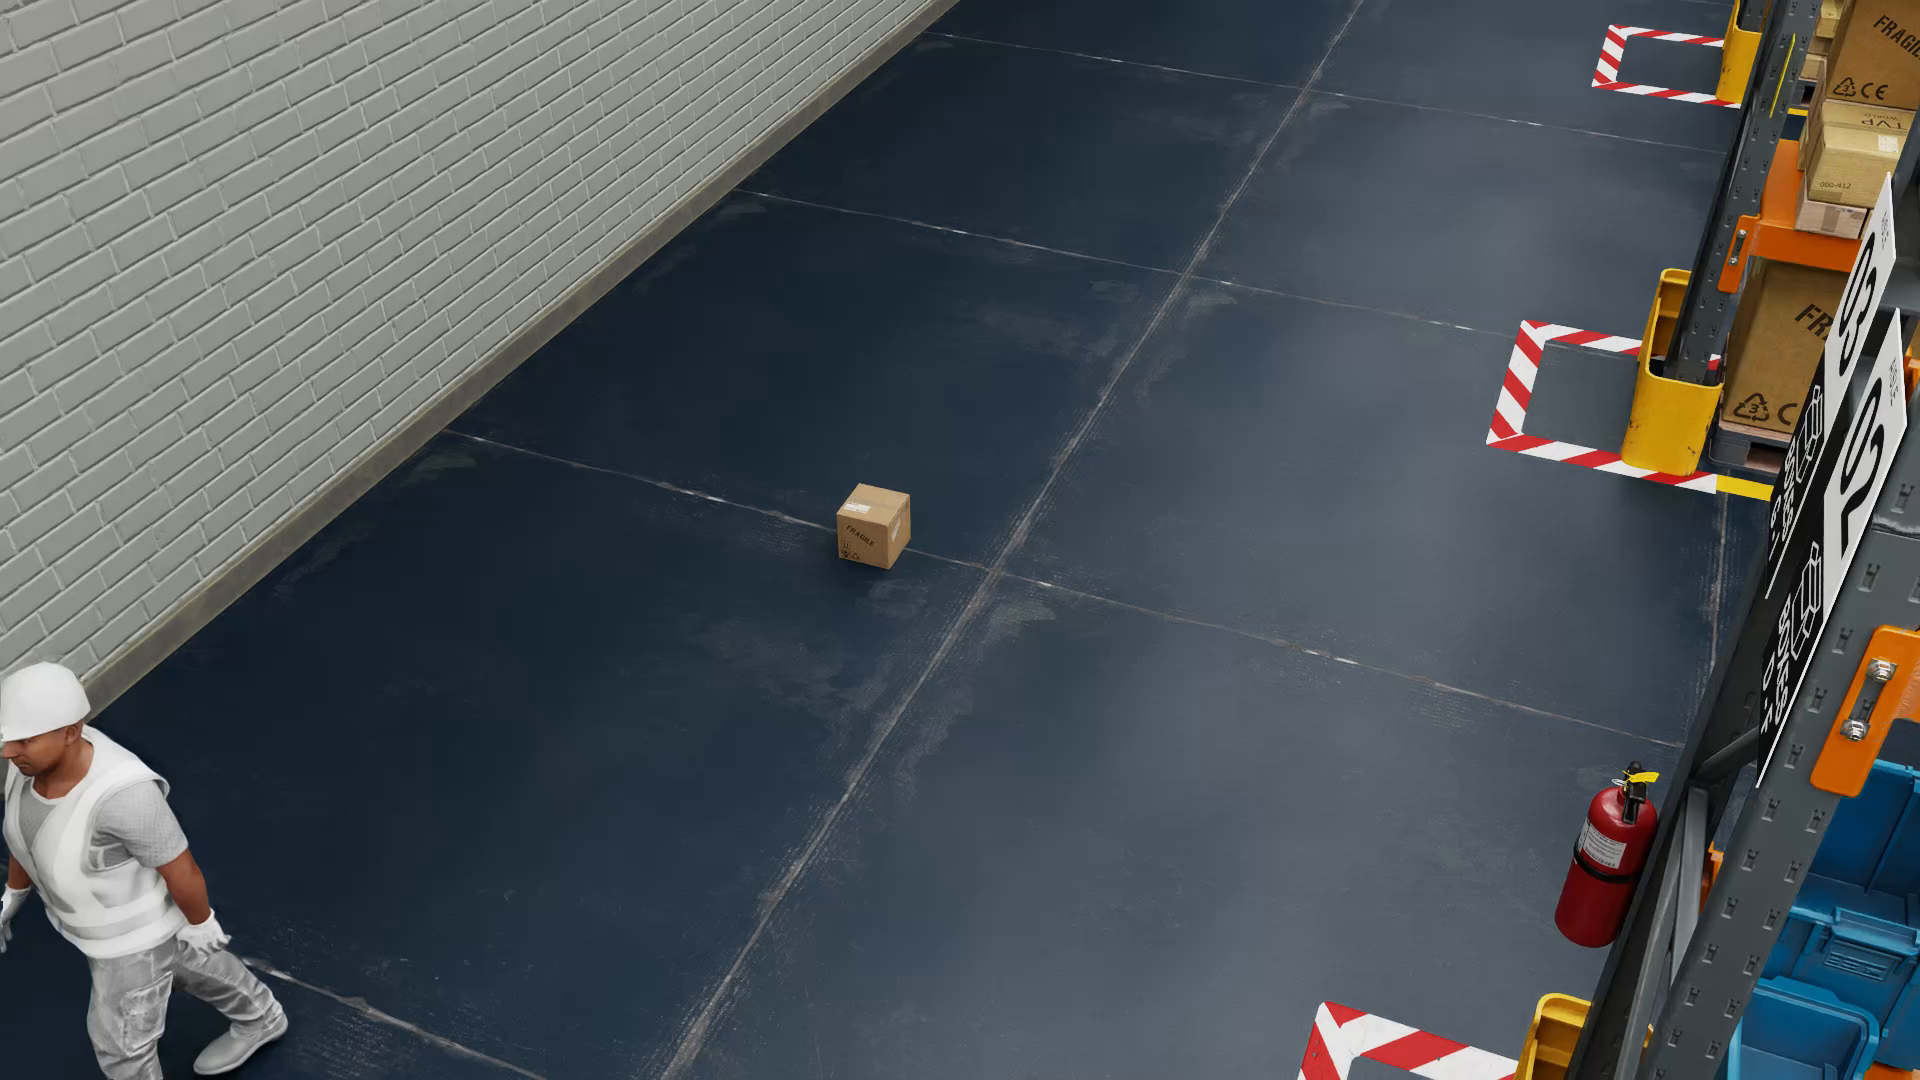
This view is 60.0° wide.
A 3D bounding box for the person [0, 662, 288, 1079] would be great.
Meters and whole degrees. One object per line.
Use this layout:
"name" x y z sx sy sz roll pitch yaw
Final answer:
"person" -2.467 1.106 4.650 0.561 1.754 0.892 25 44 29
